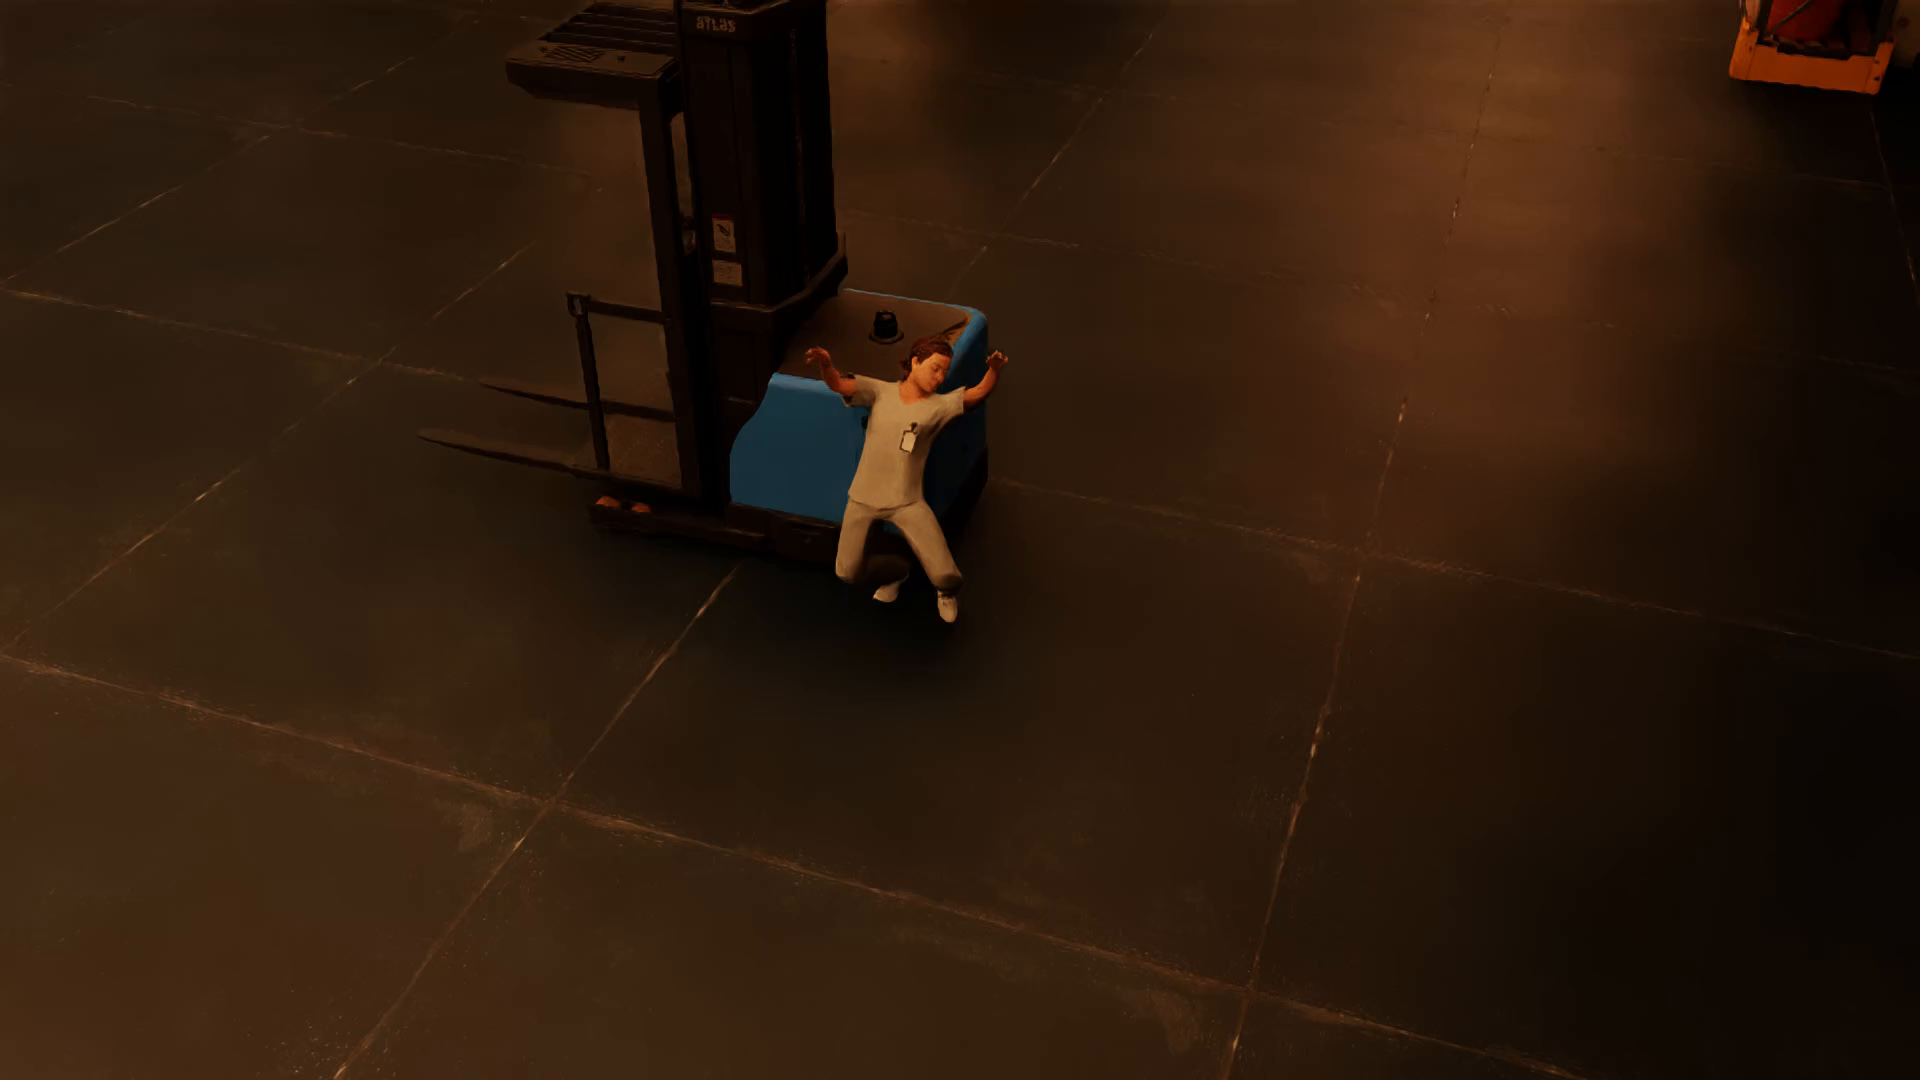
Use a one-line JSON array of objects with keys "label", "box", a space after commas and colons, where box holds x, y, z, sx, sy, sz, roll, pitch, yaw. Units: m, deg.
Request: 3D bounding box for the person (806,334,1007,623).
[{"label": "person", "box": [-0.188, -0.283, 7.716, 0.850, 1.537, 0.729, 10, 37, 14]}]

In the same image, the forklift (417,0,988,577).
[{"label": "forklift", "box": [-1.423, -1.498, 8.223, 3.031, 2.935, 1.130, 11, 37, 15]}]
